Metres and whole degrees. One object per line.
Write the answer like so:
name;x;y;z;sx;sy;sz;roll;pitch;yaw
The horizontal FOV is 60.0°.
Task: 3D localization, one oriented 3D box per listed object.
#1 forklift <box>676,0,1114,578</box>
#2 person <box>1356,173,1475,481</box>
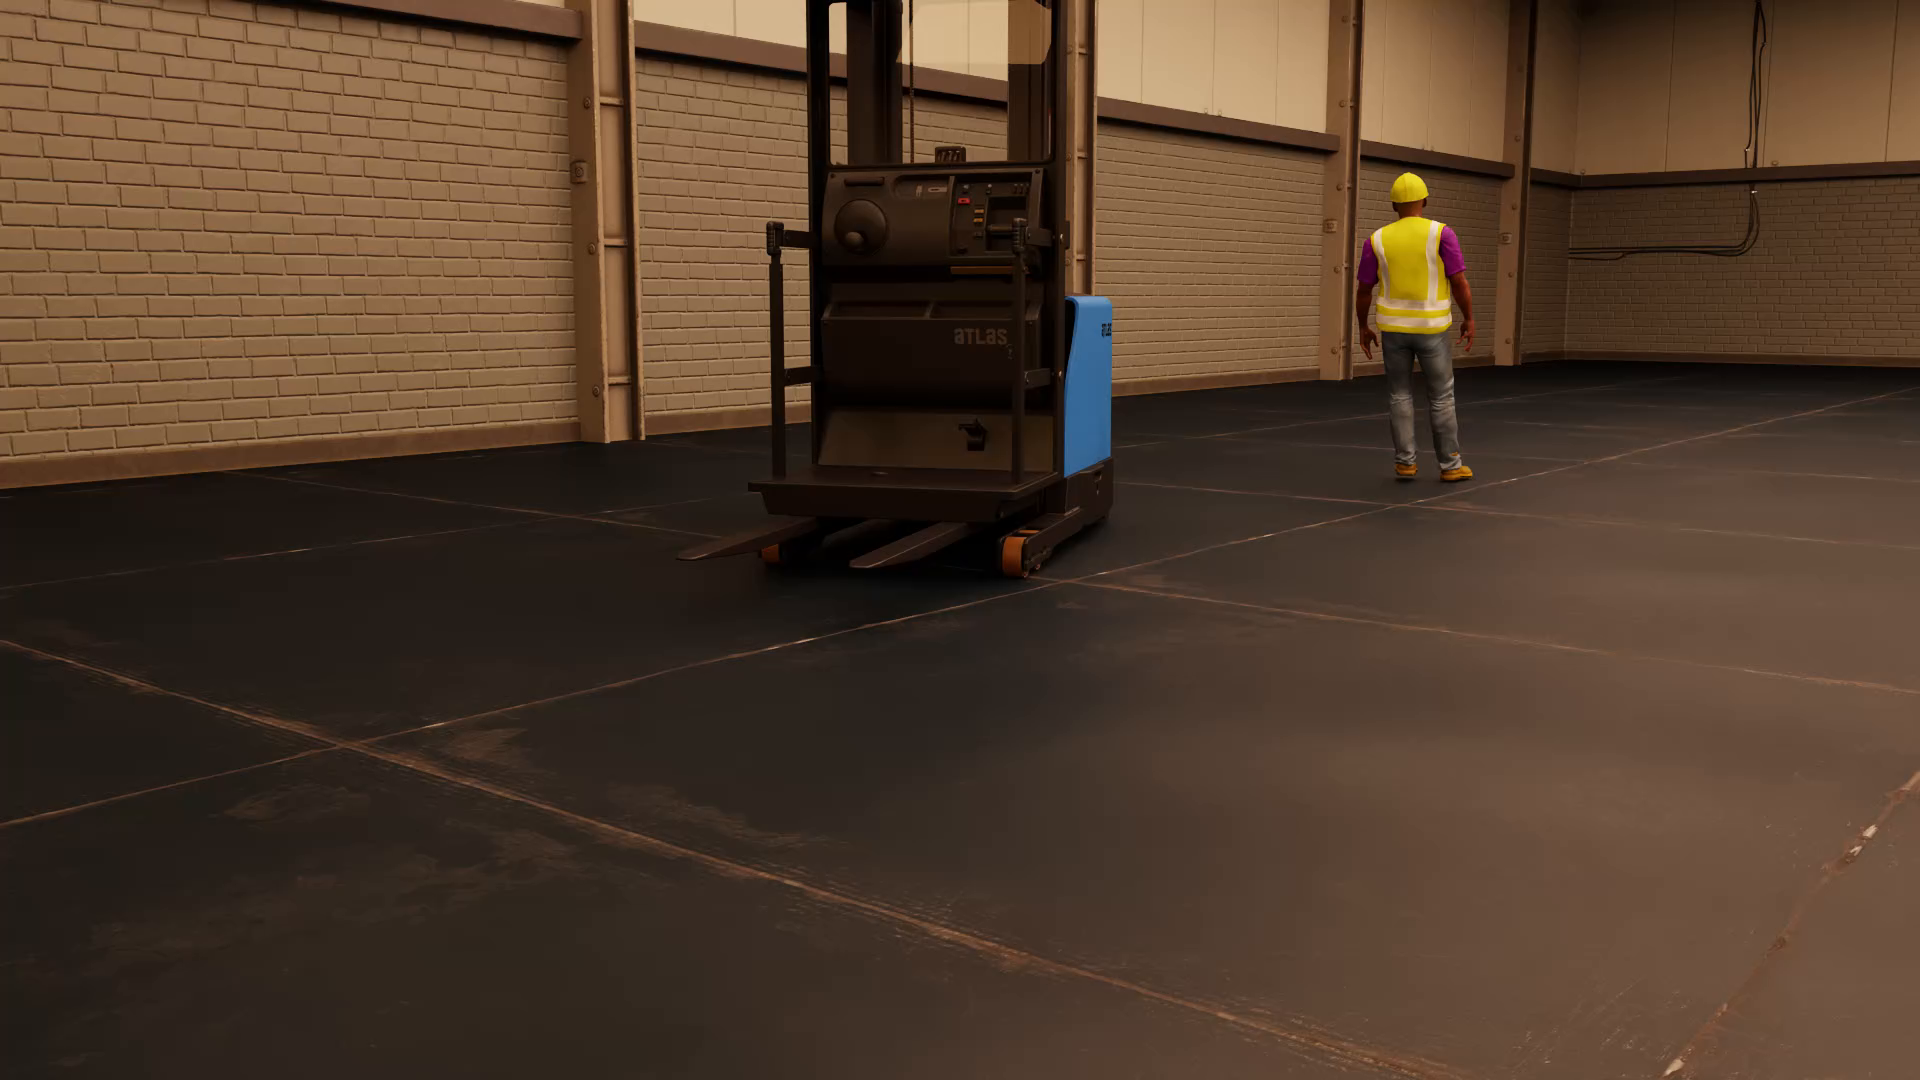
forklift;-0.176;-1.366;6.616;1.130;2.935;3.031;3;9;17
person;2.658;-1.232;9.680;0.666;1.762;0.591;4;9;26
